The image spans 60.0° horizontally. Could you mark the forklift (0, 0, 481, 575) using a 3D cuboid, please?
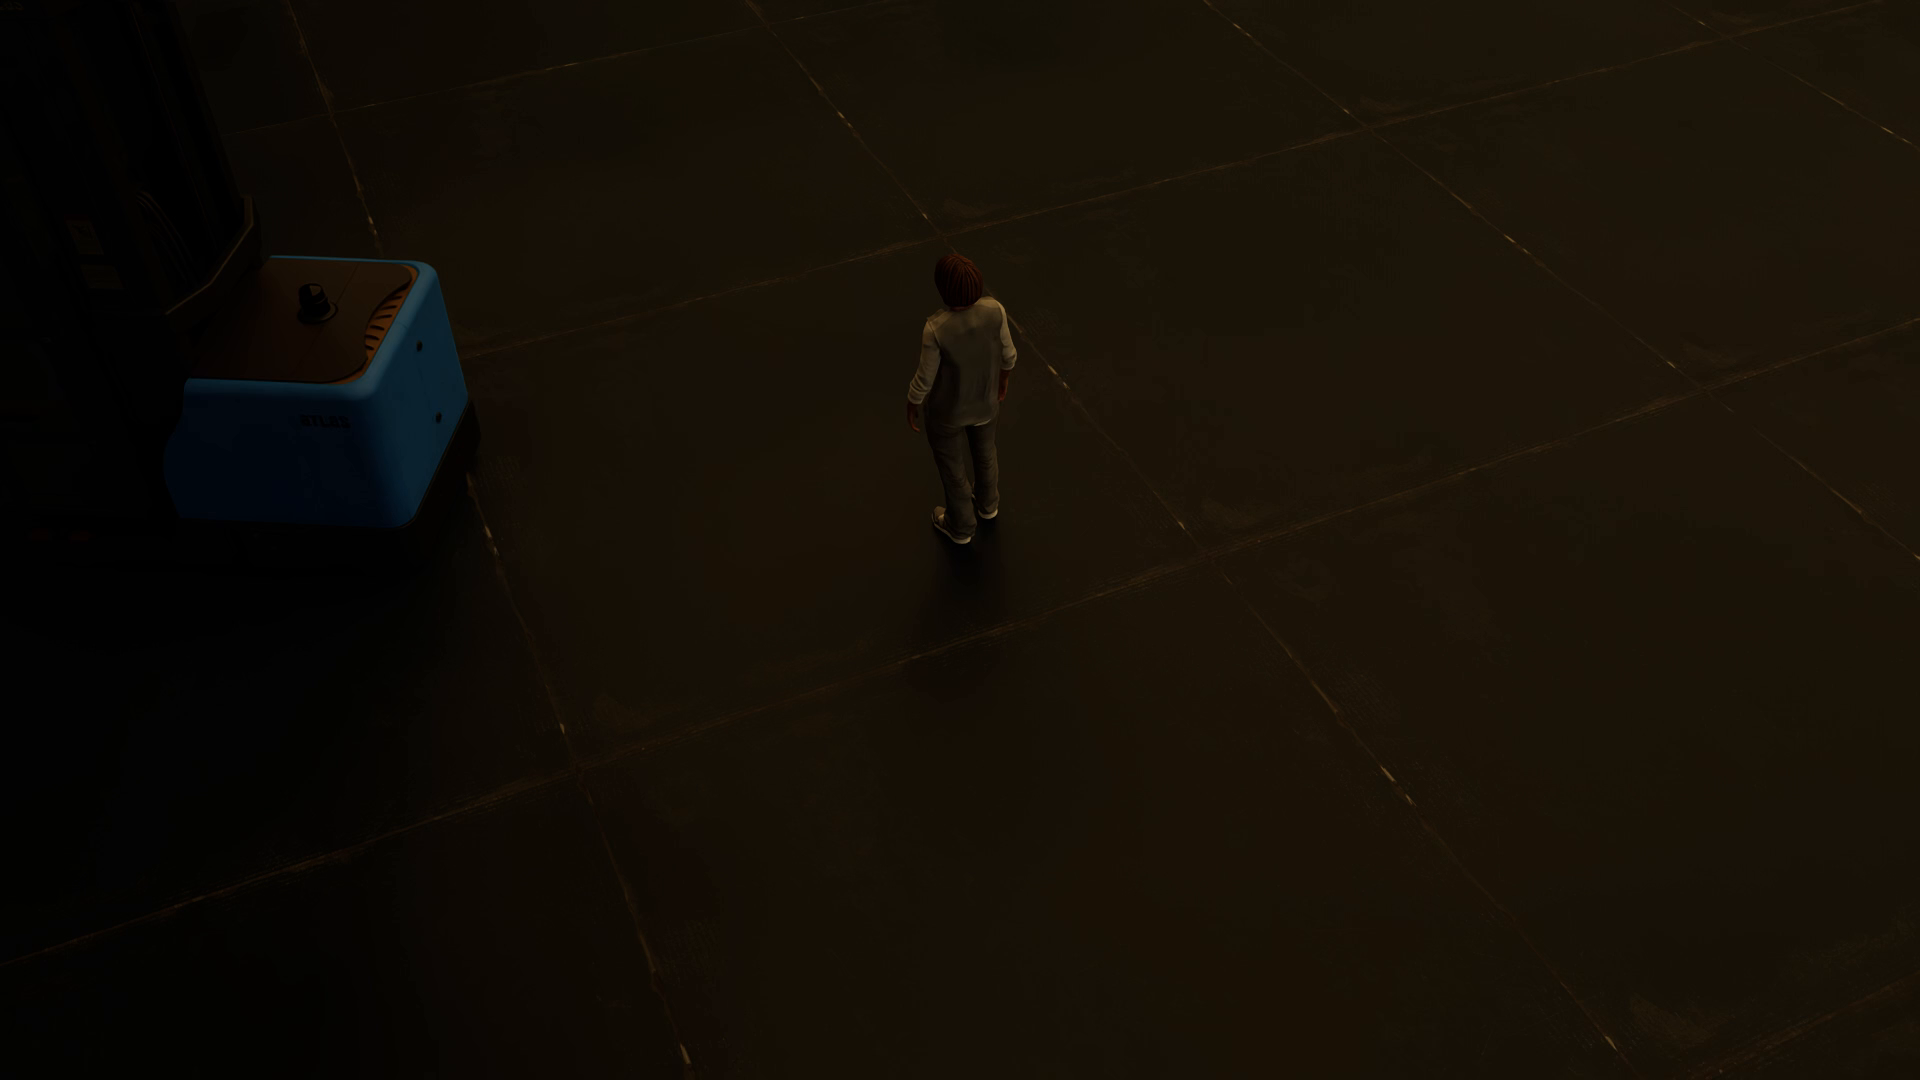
[{"bbox_3d":[-3.924,-1.312,7.086,3.031,2.935,1.130,3,43,3],"label":"forklift"}]

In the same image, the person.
[{"bbox_3d":[-0.018,-0.639,7.332,0.521,1.596,0.475,-18,46,-18],"label":"person"}]
